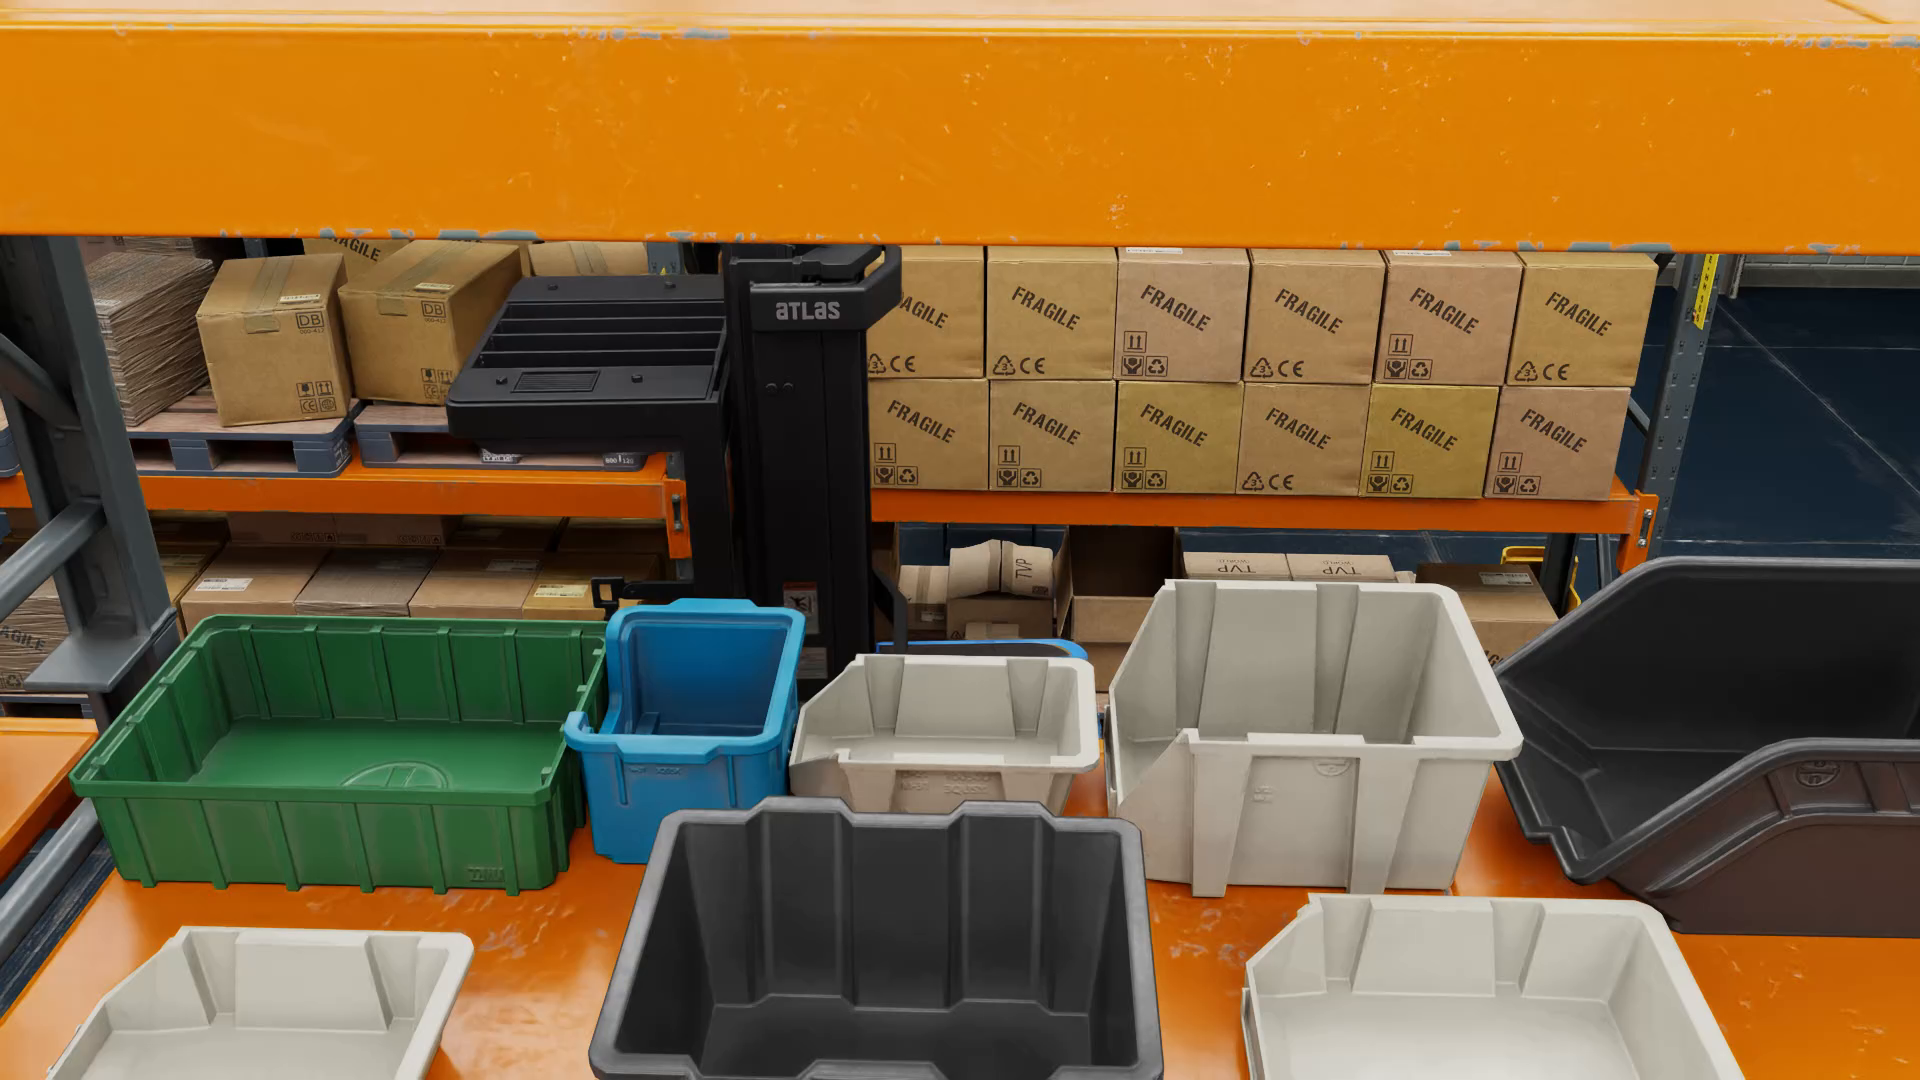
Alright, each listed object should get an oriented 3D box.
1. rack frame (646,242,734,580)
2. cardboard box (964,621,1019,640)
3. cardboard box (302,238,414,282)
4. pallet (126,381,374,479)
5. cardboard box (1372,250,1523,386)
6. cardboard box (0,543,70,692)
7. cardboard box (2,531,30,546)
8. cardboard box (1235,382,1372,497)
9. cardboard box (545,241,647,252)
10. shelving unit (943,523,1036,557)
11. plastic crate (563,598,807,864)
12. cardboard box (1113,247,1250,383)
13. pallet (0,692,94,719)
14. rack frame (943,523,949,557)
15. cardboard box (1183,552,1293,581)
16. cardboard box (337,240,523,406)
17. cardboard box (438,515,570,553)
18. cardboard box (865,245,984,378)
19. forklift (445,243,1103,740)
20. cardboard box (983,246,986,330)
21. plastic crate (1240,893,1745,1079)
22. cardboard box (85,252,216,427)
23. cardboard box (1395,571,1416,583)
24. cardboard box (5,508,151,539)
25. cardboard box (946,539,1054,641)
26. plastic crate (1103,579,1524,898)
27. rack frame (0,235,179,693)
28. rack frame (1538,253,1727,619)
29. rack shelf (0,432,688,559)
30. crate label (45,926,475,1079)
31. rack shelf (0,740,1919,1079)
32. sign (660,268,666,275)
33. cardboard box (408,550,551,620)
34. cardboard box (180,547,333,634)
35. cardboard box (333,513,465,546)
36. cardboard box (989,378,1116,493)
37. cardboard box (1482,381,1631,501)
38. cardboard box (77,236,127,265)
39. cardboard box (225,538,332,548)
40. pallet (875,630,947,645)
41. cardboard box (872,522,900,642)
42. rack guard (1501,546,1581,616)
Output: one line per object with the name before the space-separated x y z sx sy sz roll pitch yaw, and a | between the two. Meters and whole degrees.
rack frame | -1.134 -0.641 7.256 0.127 3.000 1.000 1 28 2
cardboard box | 0.143 0.534 7.595 0.250 0.166 0.380 1 28 2
cardboard box | -4.230 -2.188 12.022 0.750 0.750 0.750 1 28 1
pallet | -3.187 -0.592 7.369 1.213 0.211 1.003 1 28 2
cardboard box | 1.904 -0.947 6.660 0.500 0.500 0.500 2 28 3
cardboard box | -4.163 0.350 7.586 0.500 0.500 0.500 0 28 0
cardboard box | -4.188 0.109 8.042 0.500 0.500 0.500 2 28 4
cardboard box | 1.390 -0.517 6.915 0.500 0.500 0.500 1 28 2
cardboard box | -2.505 -2.159 11.966 0.750 0.750 0.750 2 28 3
shelving unit | 0.165 -0.925 8.753 0.503 2.100 0.431 1 28 2
plastic crate | -0.391 0.292 2.473 0.300 0.233 0.416 1 28 2
cardboard box | 0.873 -0.962 6.688 0.500 0.500 0.500 2 28 3
pallet | -4.386 0.555 7.977 1.213 0.211 1.003 1 28 2
rack frame | -0.078 -0.929 8.761 0.015 2.100 0.400 1 28 2
cardboard box | 1.331 0.287 7.971 0.500 0.250 0.500 1 28 2
cardboard box | -2.289 -0.965 7.312 0.500 0.500 0.700 5 28 10
cardboard box | -2.142 0.144 7.976 0.500 0.500 0.500 1 28 3
cardboard box | -0.157 -0.979 6.720 0.500 0.500 0.500 0 28 0
forklift | -1.008 0.268 5.614 3.031 2.935 1.130 -1 28 -2
cardboard box | -0.107 -1.232 7.198 0.500 0.500 0.500 0 28 1
plastic crate | 0.612 0.617 1.962 0.530 0.136 0.437 1 28 2
cardboard box | -3.590 -0.875 7.142 0.500 0.500 0.700 6 29 11
cardboard box | 2.208 0.311 8.016 0.250 0.166 0.380 1 28 2
cardboard box | -4.132 -0.224 7.868 0.500 0.250 0.500 2 28 4
cardboard box | 0.195 0.242 7.992 0.500 0.311 0.500 1 28 2
plastic crate | 0.481 0.290 2.425 0.530 0.282 0.437 1 28 2
rack frame | -1.312 -0.973 1.478 0.127 3.000 1.000 1 28 2
rack frame | 2.864 -0.575 7.132 0.127 3.000 1.000 1 28 2
rack shelf | -3.132 -0.356 7.487 4.000 0.370 1.077 1 28 2
crate label | -0.833 0.612 1.971 0.466 0.136 0.293 1 28 2
rack shelf | 0.687 0.703 2.286 4.000 0.370 1.077 1 28 2
sign | -1.150 -0.893 6.495 0.005 0.325 0.100 1 28 2
cardboard box | -2.131 0.383 7.524 0.500 0.500 0.500 1 28 2
cardboard box | -3.140 0.367 7.554 0.500 0.500 0.500 0 28 0
cardboard box | -2.608 -0.201 7.824 0.500 0.250 0.500 1 28 2
cardboard box | 0.378 -0.533 6.946 0.500 0.500 0.500 1 28 2
cardboard box | 2.407 -0.499 6.882 0.500 0.500 0.500 2 28 3
cardboard box | -6.192 -2.166 12.333 0.500 0.500 0.700 1 28 2
cardboard box | -3.146 0.123 8.014 0.500 0.500 0.500 0 28 0
pallet | -0.447 0.603 7.887 1.213 0.211 1.003 1 28 2
cardboard box | -0.554 0.146 7.971 0.500 0.500 0.500 1 28 2
rack guard | 2.788 0.528 7.719 0.348 0.500 1.175 1 28 2
